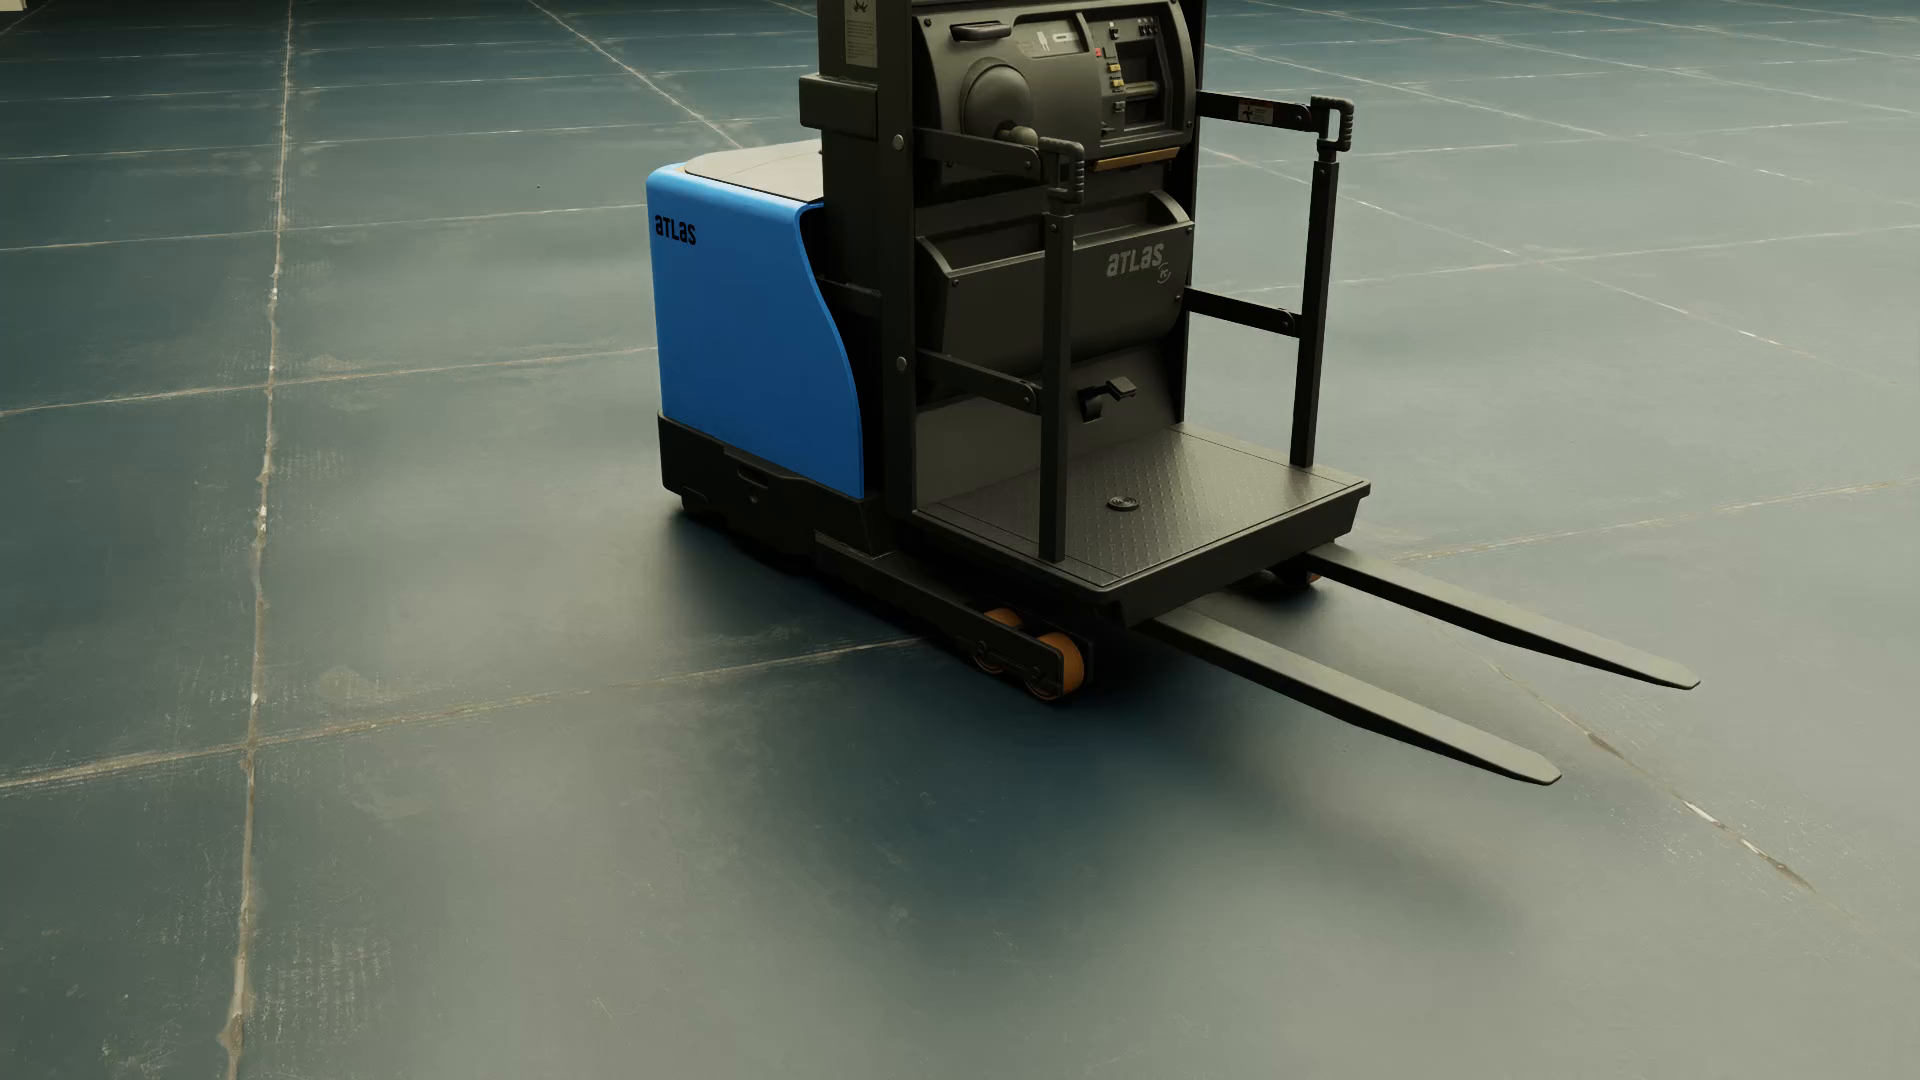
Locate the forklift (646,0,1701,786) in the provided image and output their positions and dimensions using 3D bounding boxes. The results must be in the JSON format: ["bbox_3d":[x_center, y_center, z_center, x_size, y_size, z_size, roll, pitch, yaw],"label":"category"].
[{"bbox_3d":[0.409,-1.176,4.096,1.130,2.935,3.031,-19,30,-38],"label":"forklift"}]
